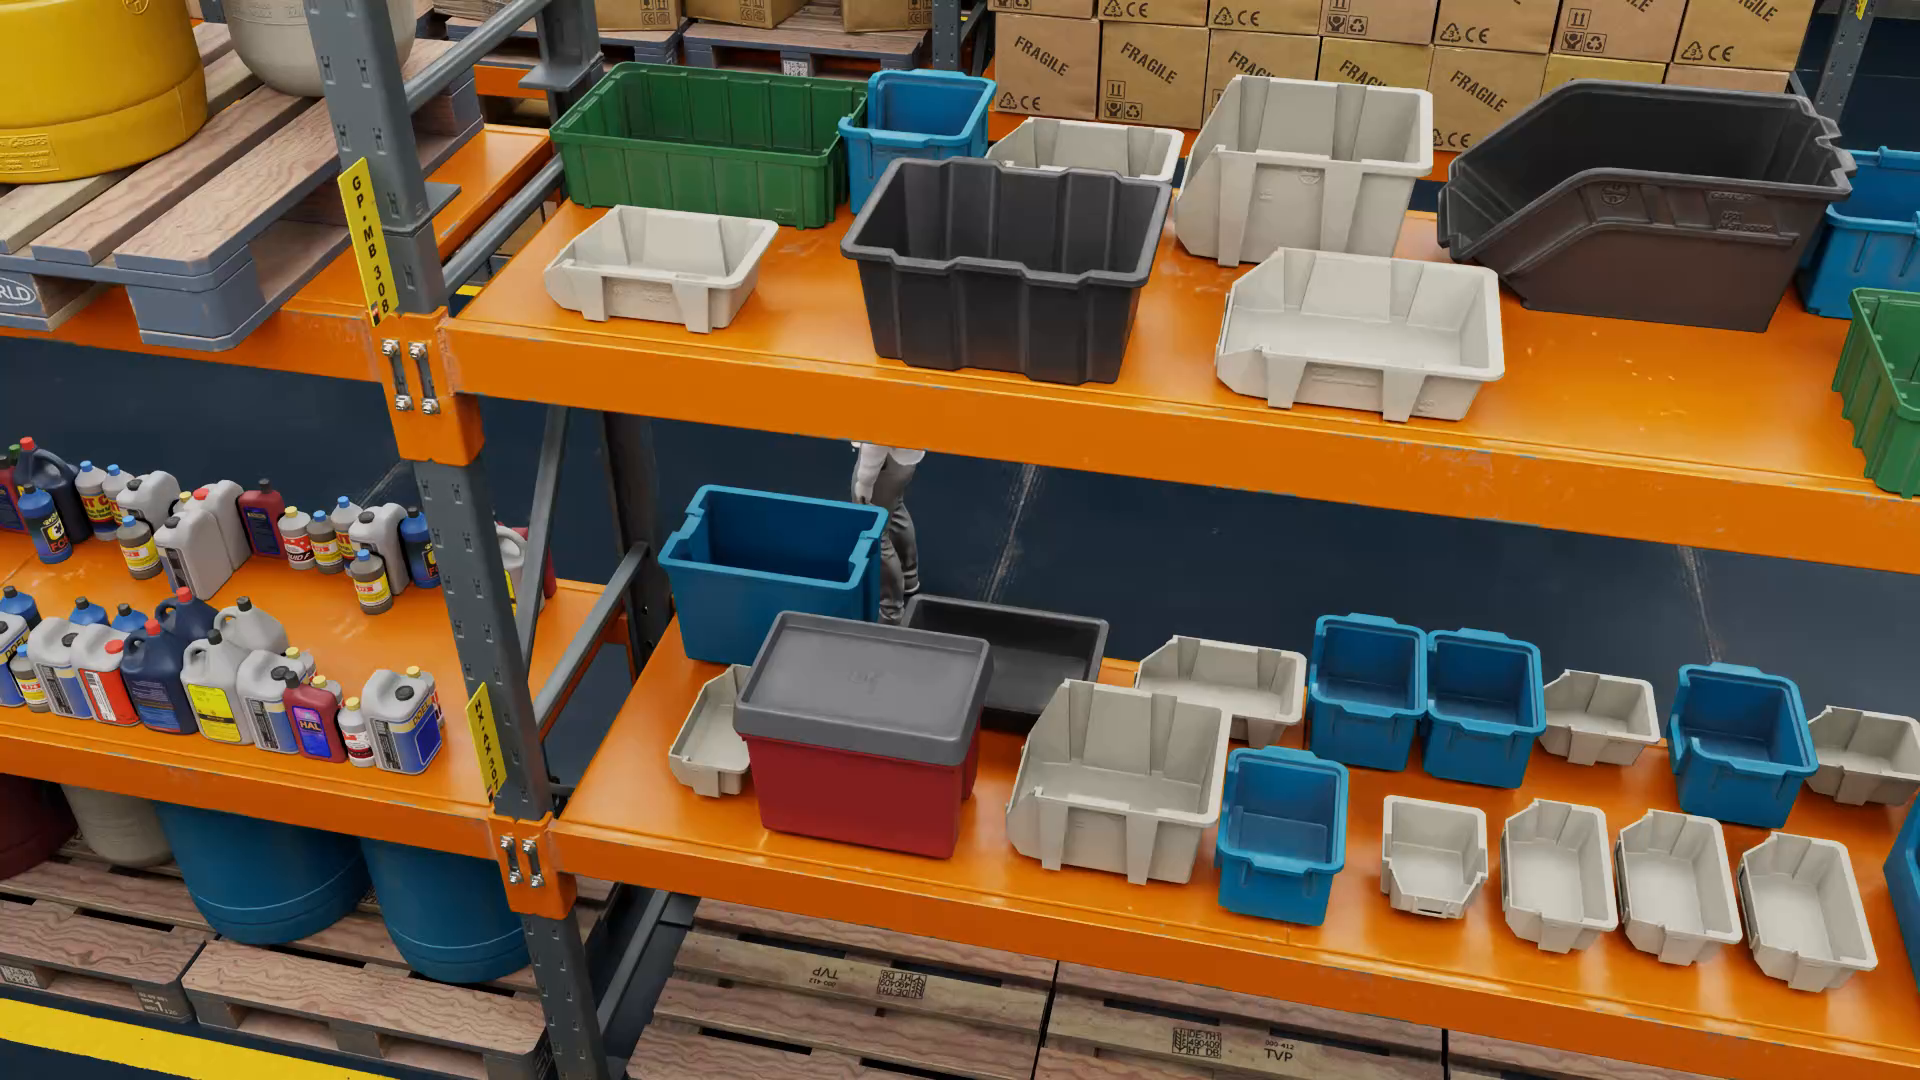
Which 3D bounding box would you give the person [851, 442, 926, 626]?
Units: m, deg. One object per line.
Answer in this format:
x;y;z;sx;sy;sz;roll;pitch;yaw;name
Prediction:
-0.317;-0.359;6.627;0.375;1.662;0.542;5;37;7;person
